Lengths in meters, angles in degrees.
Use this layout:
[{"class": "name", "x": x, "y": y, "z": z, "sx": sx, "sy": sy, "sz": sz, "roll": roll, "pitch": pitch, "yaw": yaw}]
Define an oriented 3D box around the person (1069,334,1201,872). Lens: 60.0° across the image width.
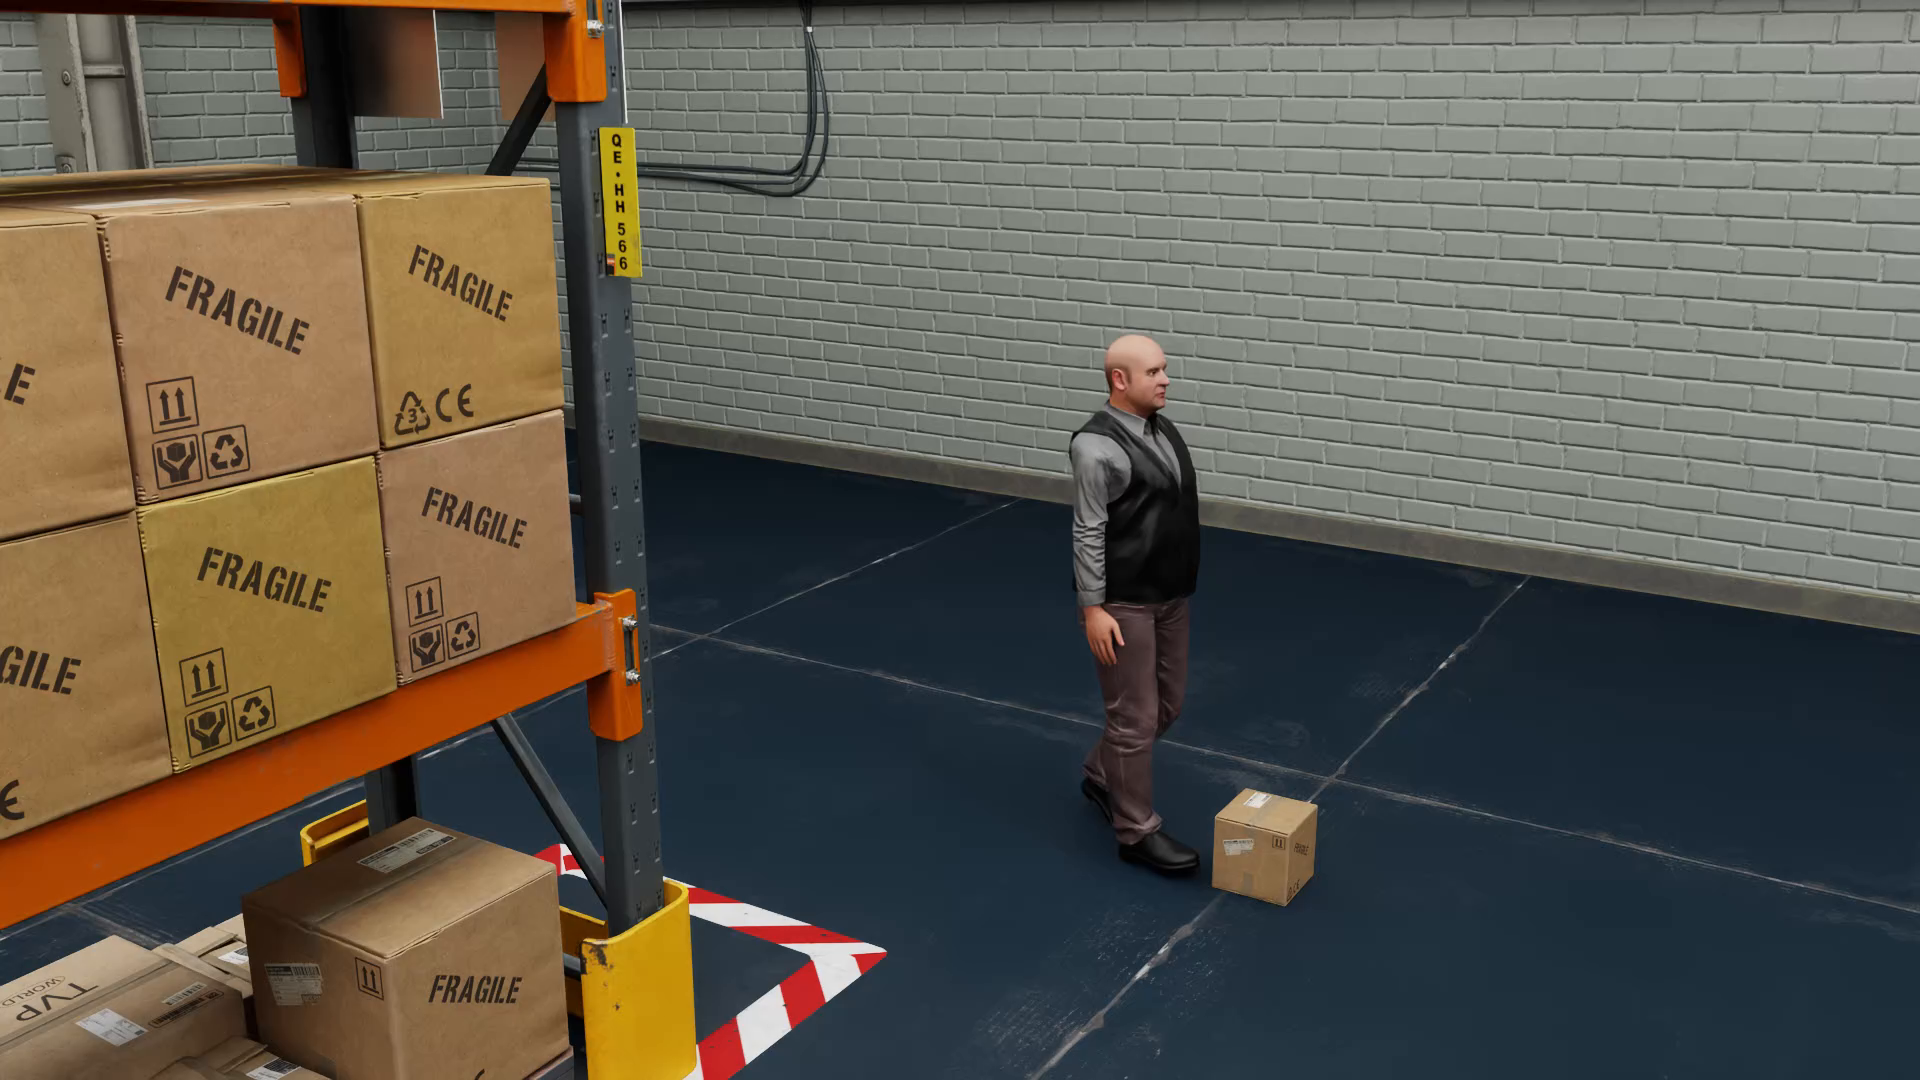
[{"class": "person", "x": 0.571, "y": 0.209, "z": 5.366, "sx": 0.599, "sy": 1.738, "sz": 0.567, "roll": 12, "pitch": 20, "yaw": 36}]
